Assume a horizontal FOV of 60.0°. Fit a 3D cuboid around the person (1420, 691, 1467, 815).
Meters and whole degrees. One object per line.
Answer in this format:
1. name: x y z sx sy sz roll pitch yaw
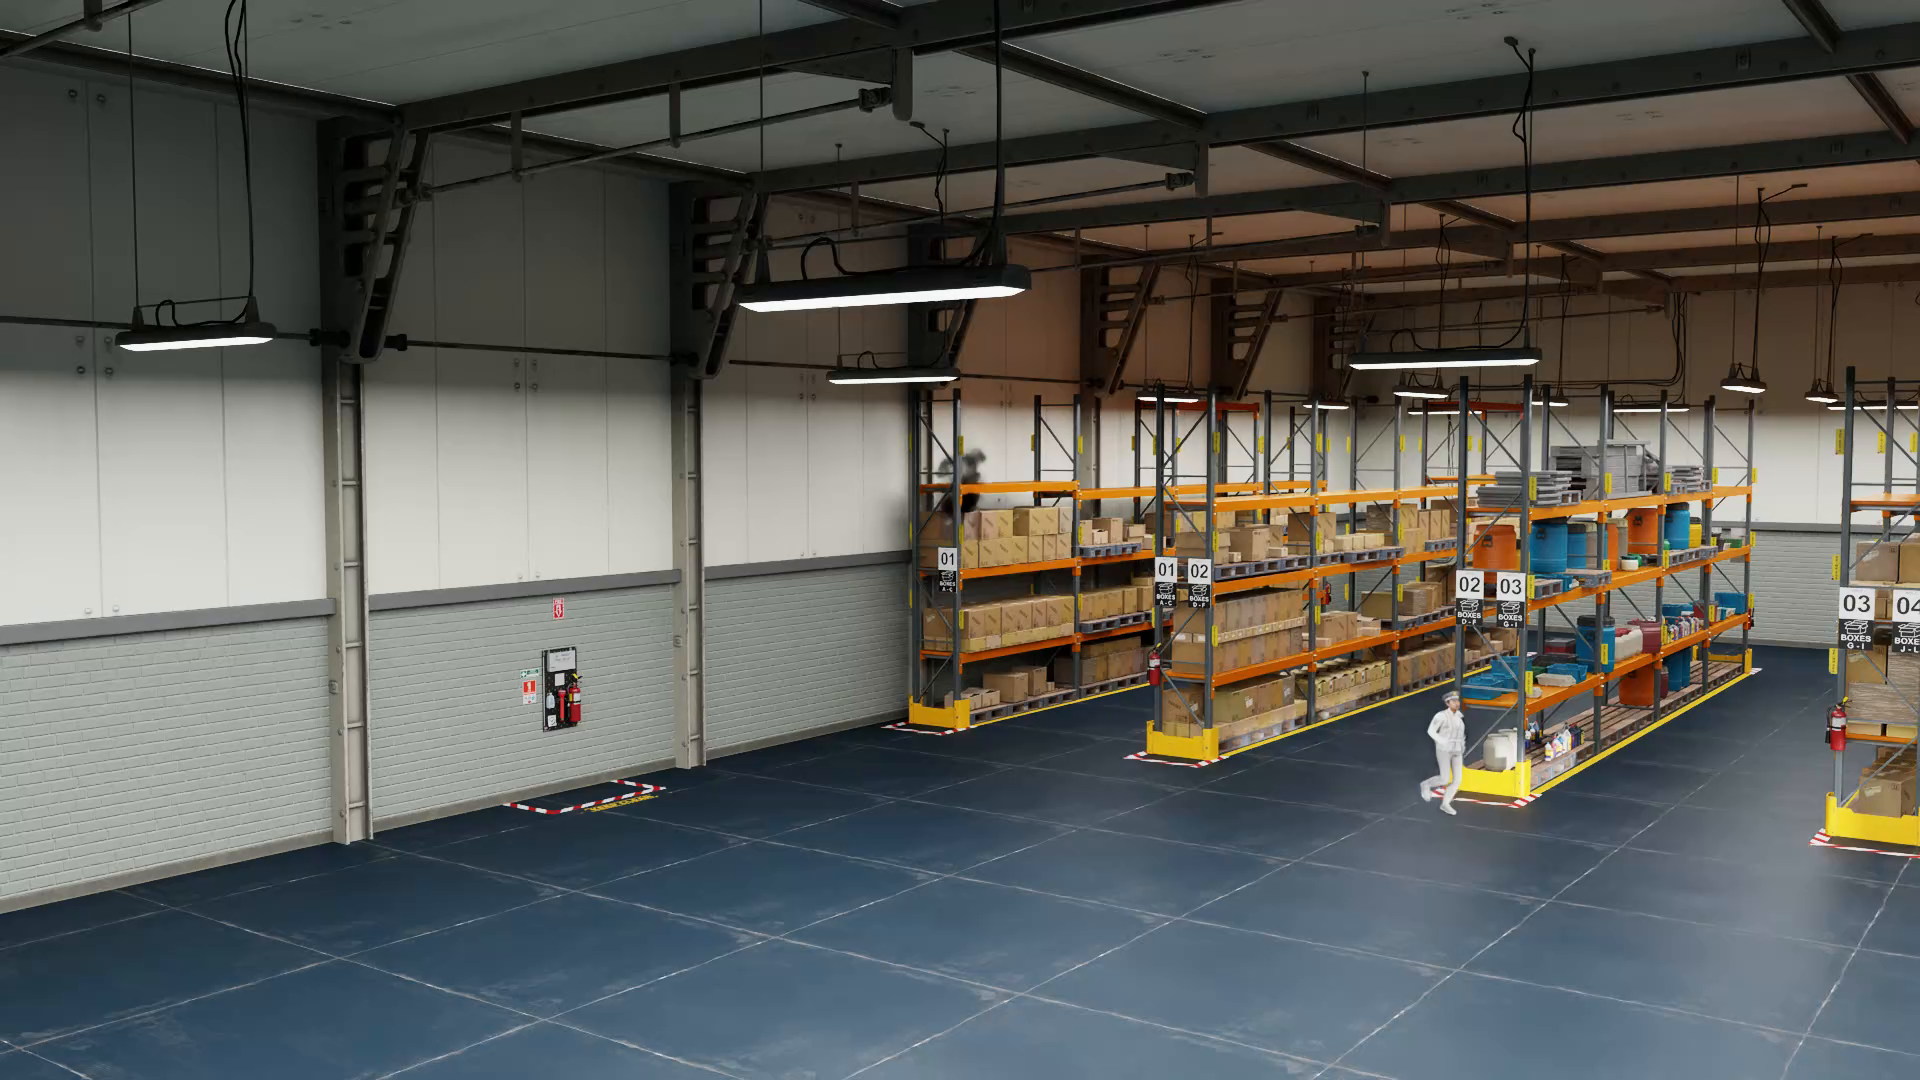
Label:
1. person: 6.685 2.887 22.825 0.637 1.660 0.622 -1 4 -23
